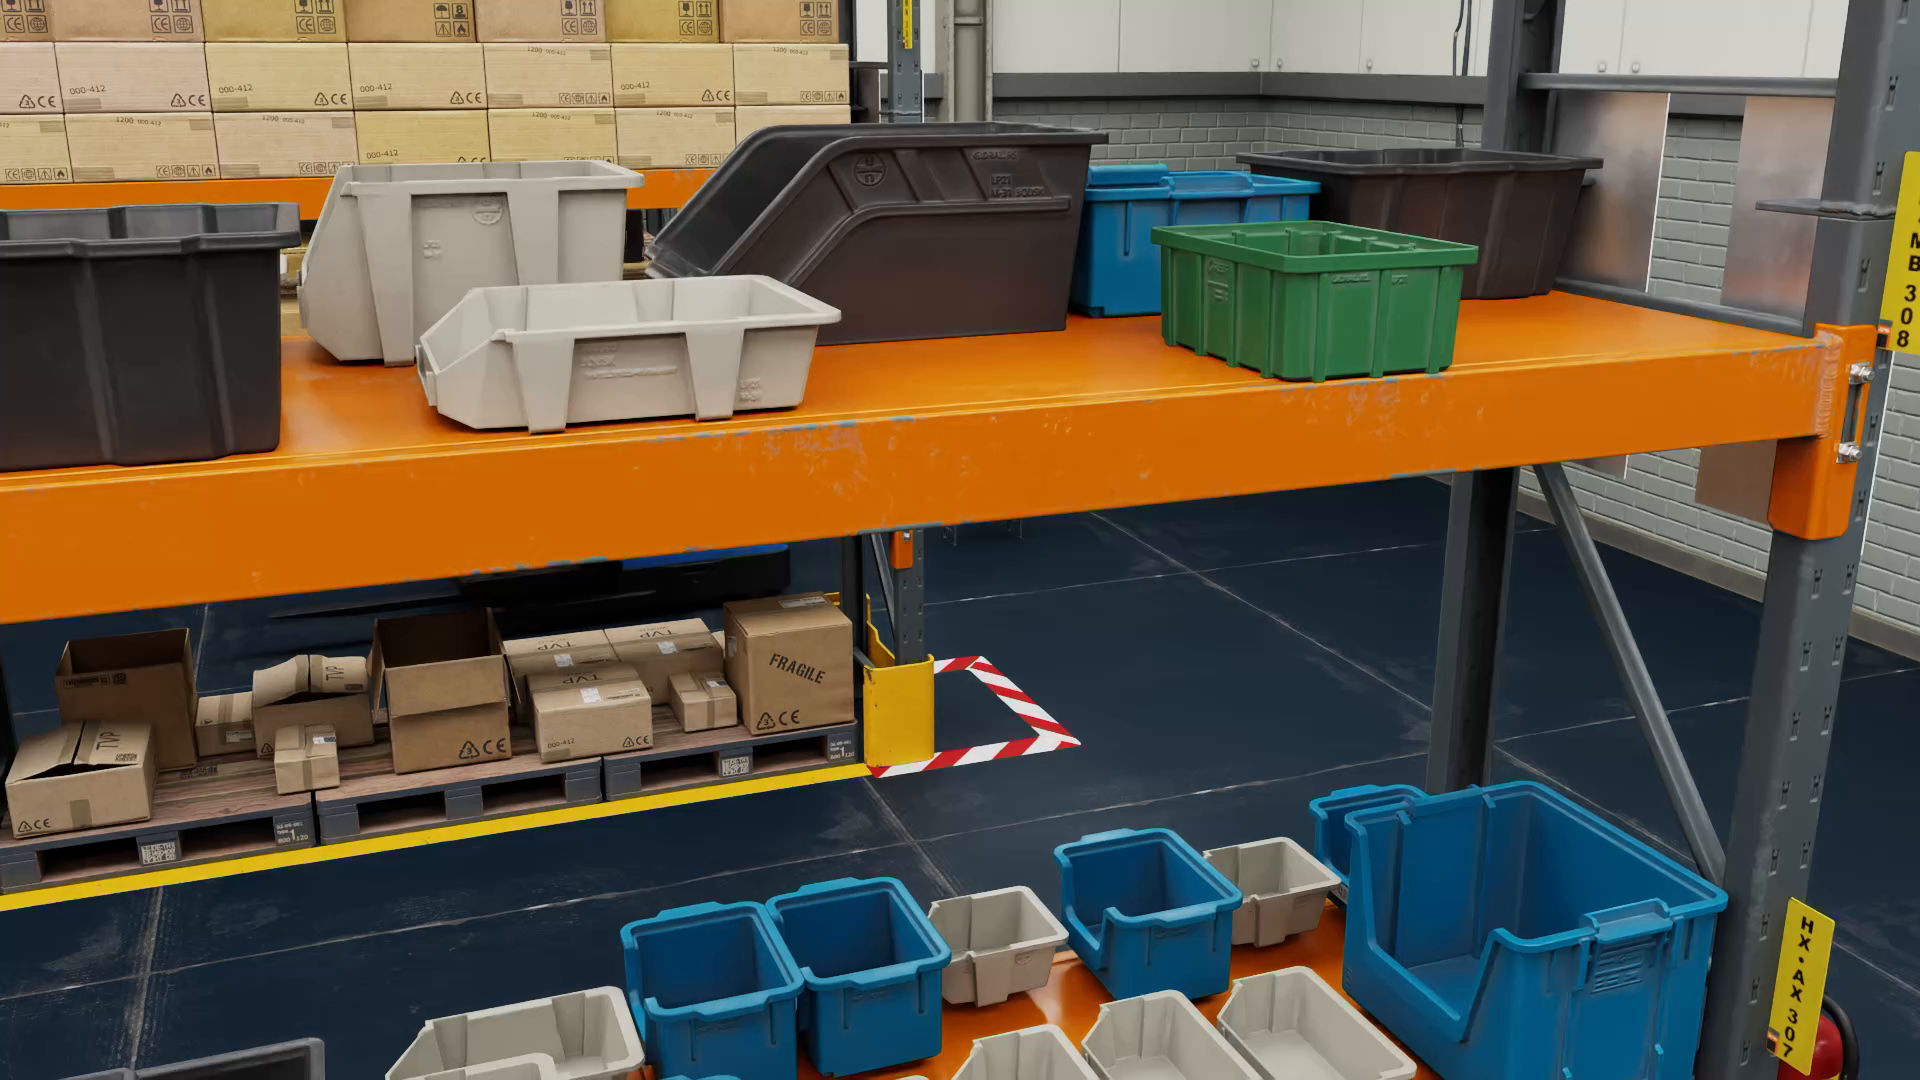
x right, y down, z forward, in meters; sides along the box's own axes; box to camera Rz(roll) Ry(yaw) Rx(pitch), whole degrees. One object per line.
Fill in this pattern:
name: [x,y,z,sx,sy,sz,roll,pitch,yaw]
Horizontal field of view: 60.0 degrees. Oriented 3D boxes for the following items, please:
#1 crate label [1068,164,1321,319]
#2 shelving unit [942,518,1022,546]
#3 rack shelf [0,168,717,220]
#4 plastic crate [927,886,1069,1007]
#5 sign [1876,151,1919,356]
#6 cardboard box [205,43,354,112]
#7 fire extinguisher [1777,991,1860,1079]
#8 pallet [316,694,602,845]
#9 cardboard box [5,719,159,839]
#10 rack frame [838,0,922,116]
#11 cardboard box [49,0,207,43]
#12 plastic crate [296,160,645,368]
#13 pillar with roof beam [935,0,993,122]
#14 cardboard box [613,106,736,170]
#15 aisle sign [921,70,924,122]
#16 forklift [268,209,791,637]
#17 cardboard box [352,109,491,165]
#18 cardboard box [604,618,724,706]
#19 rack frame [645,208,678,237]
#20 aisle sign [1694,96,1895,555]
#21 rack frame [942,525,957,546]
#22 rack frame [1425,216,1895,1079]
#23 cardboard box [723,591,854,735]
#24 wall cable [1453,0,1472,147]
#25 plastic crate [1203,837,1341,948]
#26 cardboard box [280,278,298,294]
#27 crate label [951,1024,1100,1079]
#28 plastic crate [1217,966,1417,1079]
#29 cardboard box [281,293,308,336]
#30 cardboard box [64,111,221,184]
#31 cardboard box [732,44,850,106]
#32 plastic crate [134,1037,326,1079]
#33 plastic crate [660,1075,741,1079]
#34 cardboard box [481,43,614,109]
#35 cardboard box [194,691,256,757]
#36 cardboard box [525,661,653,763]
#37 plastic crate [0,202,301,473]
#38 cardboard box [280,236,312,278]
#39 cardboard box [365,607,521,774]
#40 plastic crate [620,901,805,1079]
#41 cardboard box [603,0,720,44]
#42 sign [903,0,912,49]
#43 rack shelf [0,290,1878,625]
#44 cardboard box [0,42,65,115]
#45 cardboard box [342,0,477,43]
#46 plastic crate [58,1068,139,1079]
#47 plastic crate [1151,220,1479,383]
crate label: [0.389,-0.585,3.207,0.502,0.251,0.408,-6,17,-20]
shelving unit: [0.155,-0.592,11.486,0.503,1.200,0.258,-6,17,-20]
rack shelf: [-2.271,-1.421,7.067,4.000,0.370,1.077,-6,17,-20]
plastic crate: [0.055,0.890,3.606,0.298,0.136,0.250,-6,17,-20]
sign: [1.578,-0.471,2.741,0.005,0.325,0.100,-6,17,-20]
cardboard box: [-2.658,-1.815,6.509,0.500,0.250,0.500,-6,17,-20]
fire extinguisher: [1.669,1.095,3.344,0.183,0.674,0.296,-6,17,-20]
pallet: [-2.356,1.020,7.752,1.213,0.211,1.003,-6,17,-20]
cardboard box: [-3.669,0.968,6.969,0.500,0.311,0.500,-6,17,-20]
rack frame: [-0.403,-3.407,7.230,0.127,3.000,1.000,-6,17,-20]
cardboard box: [-3.180,-2.165,6.370,0.500,0.500,0.700,-6,17,-20]
plastic crate: [-0.814,-0.465,2.746,0.530,0.282,0.437,-6,17,-20]
pillar with roof beam: [1.573,-4.077,9.512,0.400,9.000,9.100,-6,17,-20]
cardboard box: [-1.259,-1.727,7.099,0.500,0.250,0.500,-6,17,-20]
aisle sign: [-0.230,-1.702,7.458,0.004,0.787,0.394,-6,17,-20]
forklift: [-2.623,-1.012,9.844,3.031,2.935,1.130,-7,18,-22]
cardboard box: [-2.194,-1.627,6.759,0.500,0.250,0.500,-6,17,-20]
cardboard box: [-1.479,0.610,8.296,0.500,0.250,0.500,-6,17,-20]
rack frame: [-2.179,-1.832,12.512,0.127,3.000,1.000,-6,17,-20]
aisle sign: [1.538,-0.403,3.032,0.004,0.787,0.394,-6,17,-20]
rack frame: [-0.073,-0.568,11.402,0.015,1.200,0.240,-6,17,-20]
rack frame: [1.366,0.775,3.636,0.127,3.000,1.000,-6,17,-20]
cardboard box: [-0.823,0.579,7.958,0.500,0.500,0.500,-6,17,-20]
wall cable: [3.230,-3.697,13.726,0.112,2.526,3.097,-6,17,-20]
plastic crate: [0.688,0.821,3.839,0.298,0.136,0.250,-6,17,-20]
cardboard box: [-2.811,-0.875,7.304,0.500,0.500,0.500,-6,17,-20]
crate label: [0.142,1.062,3.018,0.243,0.136,0.396,-6,17,-20]
plastic crate: [0.669,1.002,3.222,0.243,0.136,0.396,-6,17,-20]
cardboard box: [-2.636,-0.731,6.810,0.500,0.500,0.500,-7,18,-22]
cardboard box: [-3.127,-1.526,6.414,0.500,0.250,0.500,-6,17,-20]
cardboard box: [-0.792,-2.017,7.198,0.500,0.250,0.500,-6,17,-20]
plastic crate: [-1.420,1.098,2.918,0.590,0.125,0.437,-6,17,-20]
plastic crate: [-0.460,1.101,2.716,0.300,0.233,0.416,-6,17,-20]
cardboard box: [-1.727,-1.917,6.858,0.500,0.250,0.500,-6,17,-20]
cardboard box: [-3.379,0.846,7.674,0.250,0.149,0.380,-6,17,-20]
cardboard box: [-1.721,0.787,7.694,0.500,0.250,0.500,-6,17,-20]
plastic crate: [-1.111,-0.251,2.039,0.590,0.269,0.497,-6,17,-20]
cardboard box: [-4.718,-1.695,11.514,0.700,0.700,0.980,-7,18,-21]
cardboard box: [-2.386,0.670,7.641,0.637,0.503,0.797,-6,17,-20]
plastic crate: [-0.492,0.928,3.306,0.300,0.233,0.416,-6,17,-20]
cardboard box: [-1.374,-2.411,7.211,0.500,0.500,0.700,-6,17,-20]
sign: [-0.223,-2.245,7.024,0.005,0.325,0.100,-6,17,-20]
rack shelf: [-0.502,-0.118,2.628,4.000,0.370,1.077,-6,17,-20]
cardboard box: [-3.595,-1.716,6.174,0.500,0.250,0.500,-6,17,-20]
cardboard box: [-2.303,-2.307,6.855,0.500,0.500,0.700,-6,17,-20]
plastic crate: [-1.446,1.095,2.327,0.583,0.464,0.402,-6,17,-20]
plastic crate: [0.547,-0.388,2.649,0.336,0.188,0.450,-6,17,-20]
